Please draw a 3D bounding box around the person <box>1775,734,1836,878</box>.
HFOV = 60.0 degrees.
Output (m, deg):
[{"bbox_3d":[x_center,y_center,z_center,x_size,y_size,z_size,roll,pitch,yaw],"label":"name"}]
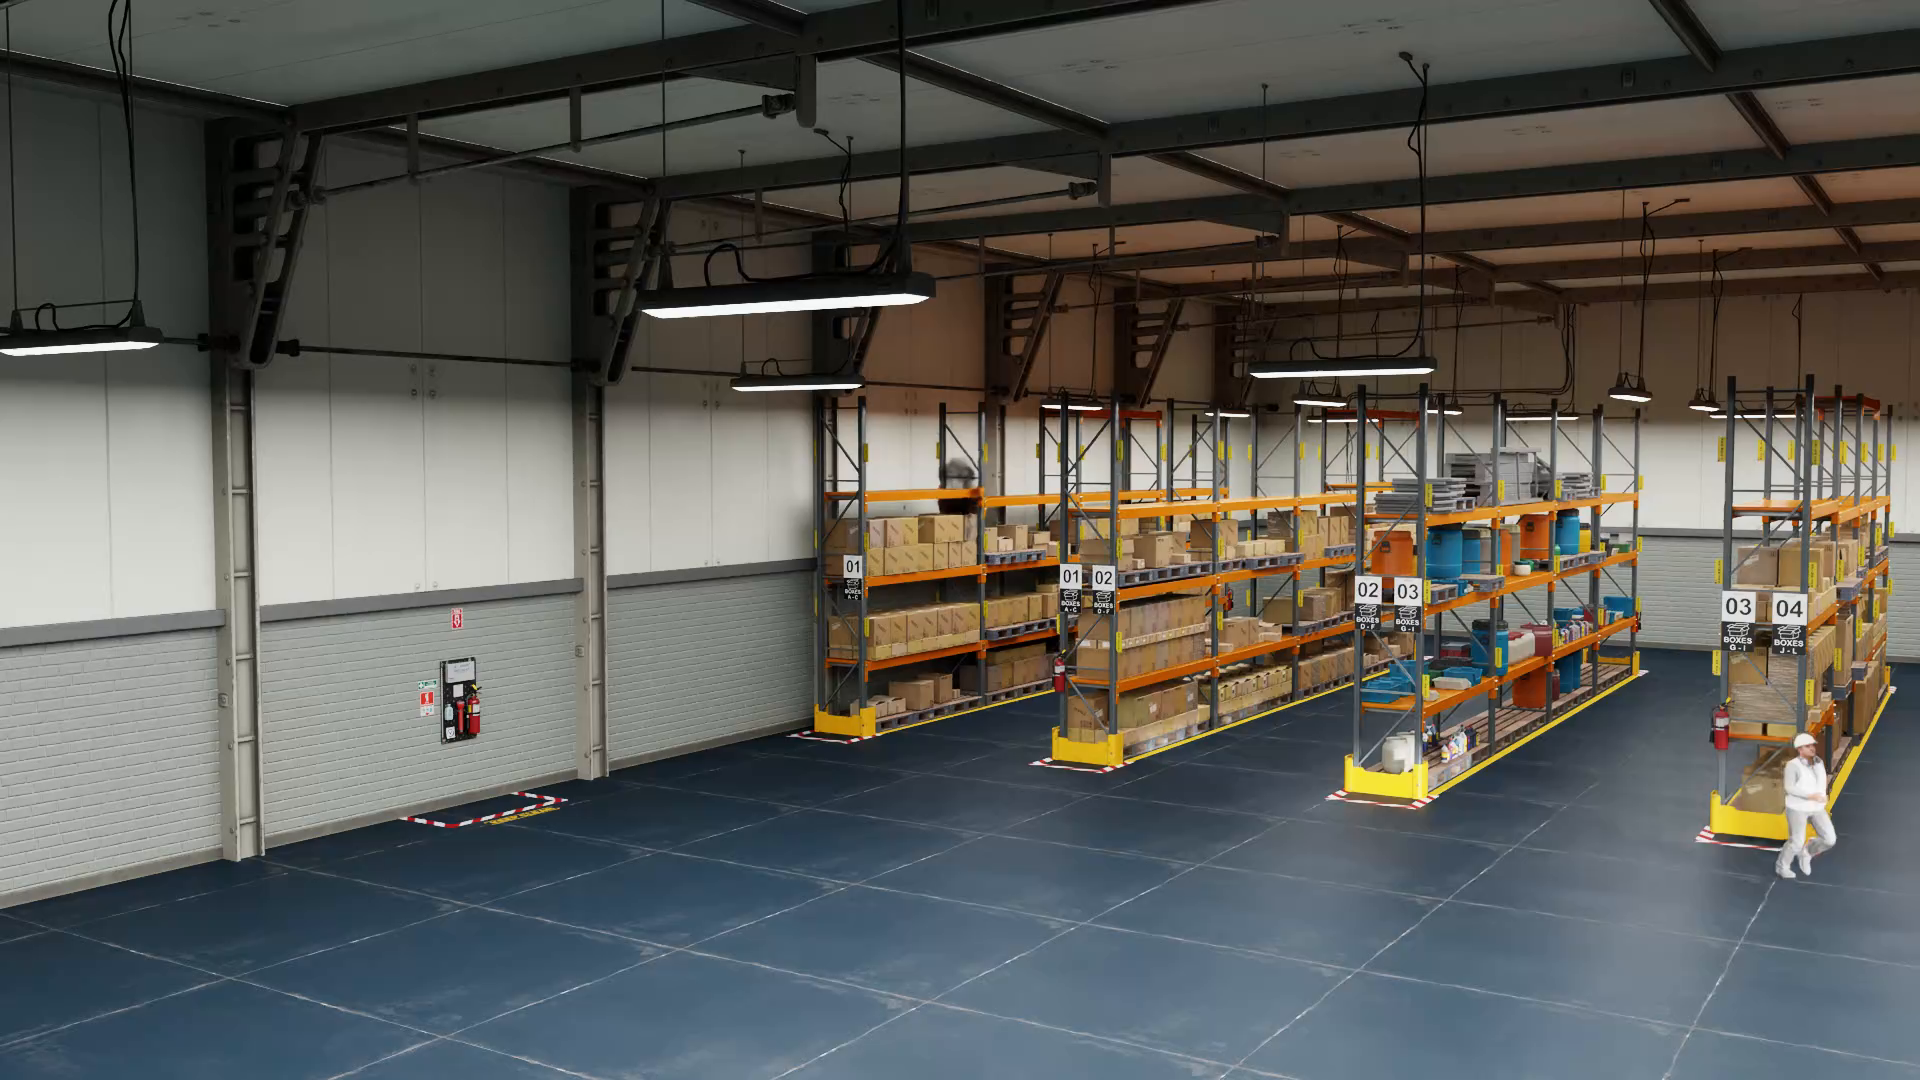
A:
[{"bbox_3d":[9.863,3.109,19.333,0.677,1.727,0.772,-1,3,-12],"label":"person"}]
